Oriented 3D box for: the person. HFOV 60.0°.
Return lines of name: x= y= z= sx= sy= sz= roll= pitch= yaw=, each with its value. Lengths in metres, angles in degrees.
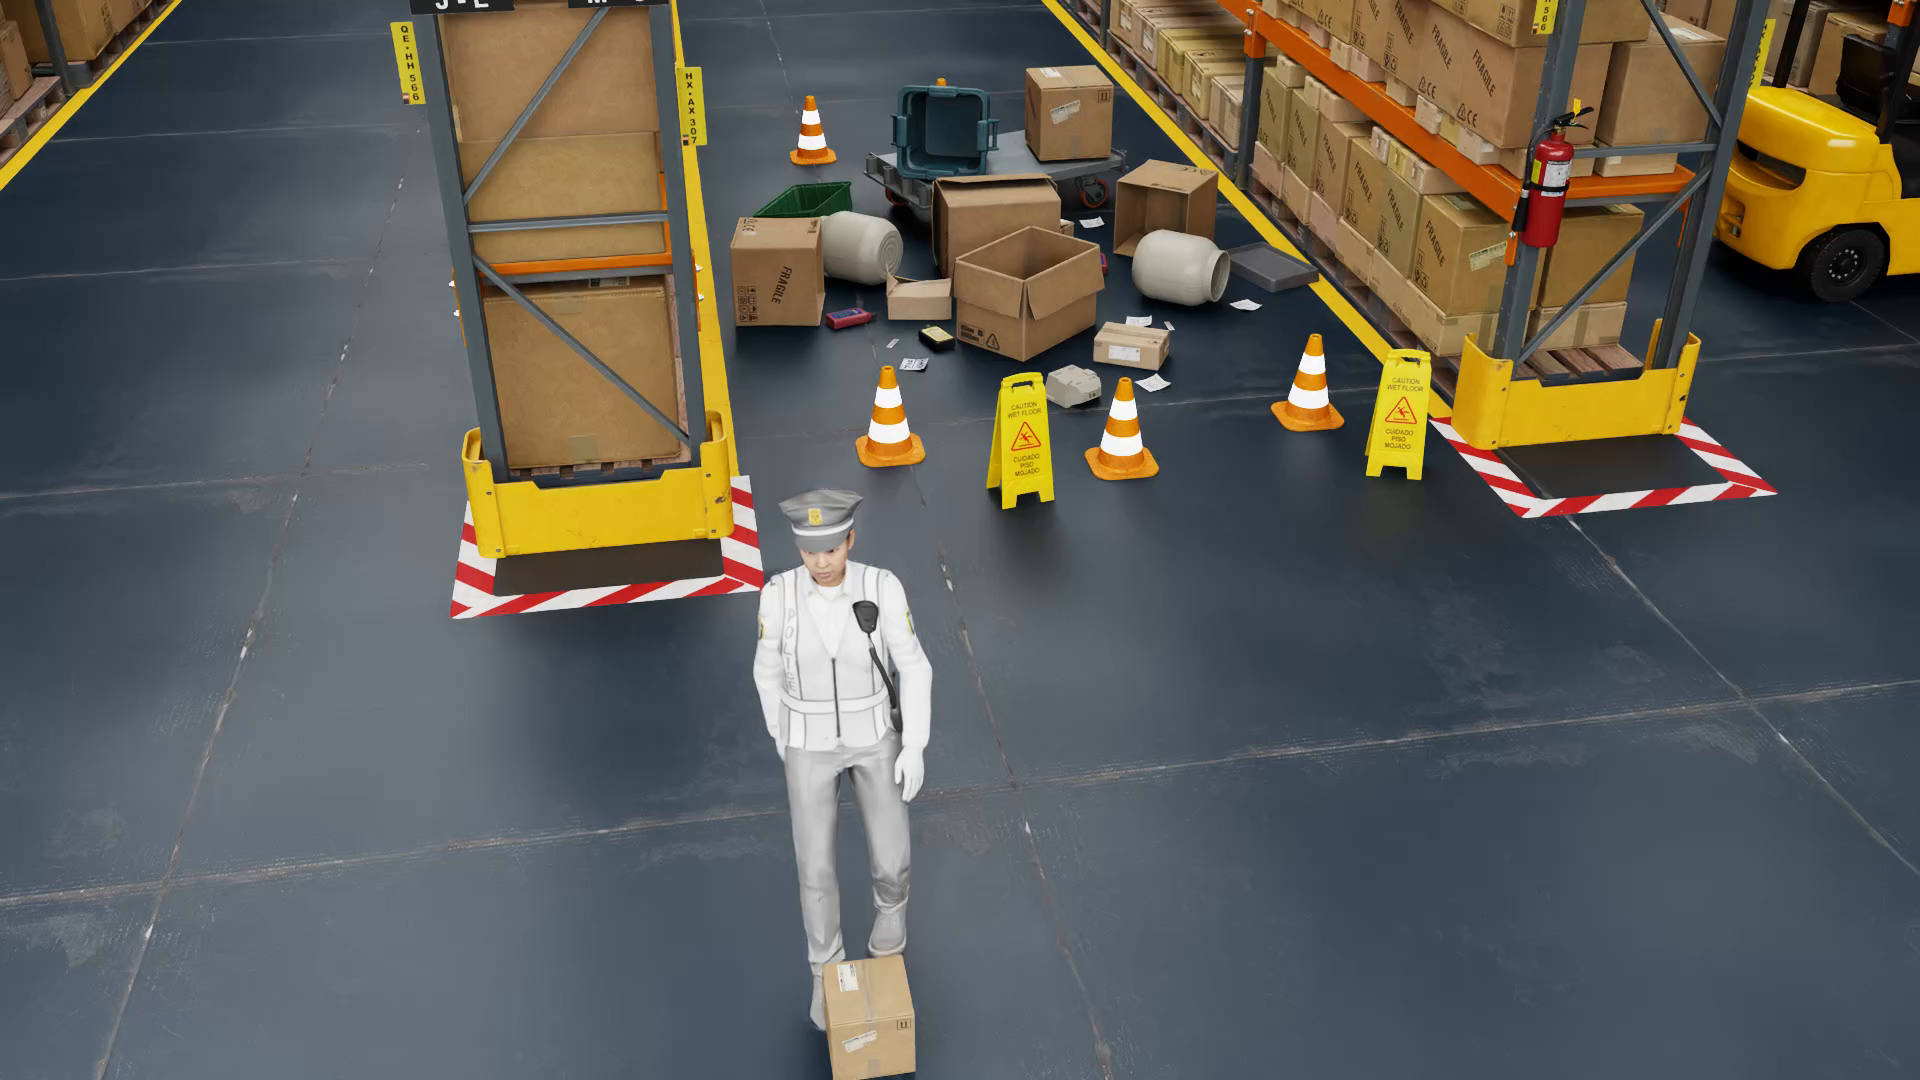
person: x=-0.348 y=0.685 z=5.036 sx=0.544 sy=1.717 sz=0.649 roll=-2 pitch=31 yaw=-3
